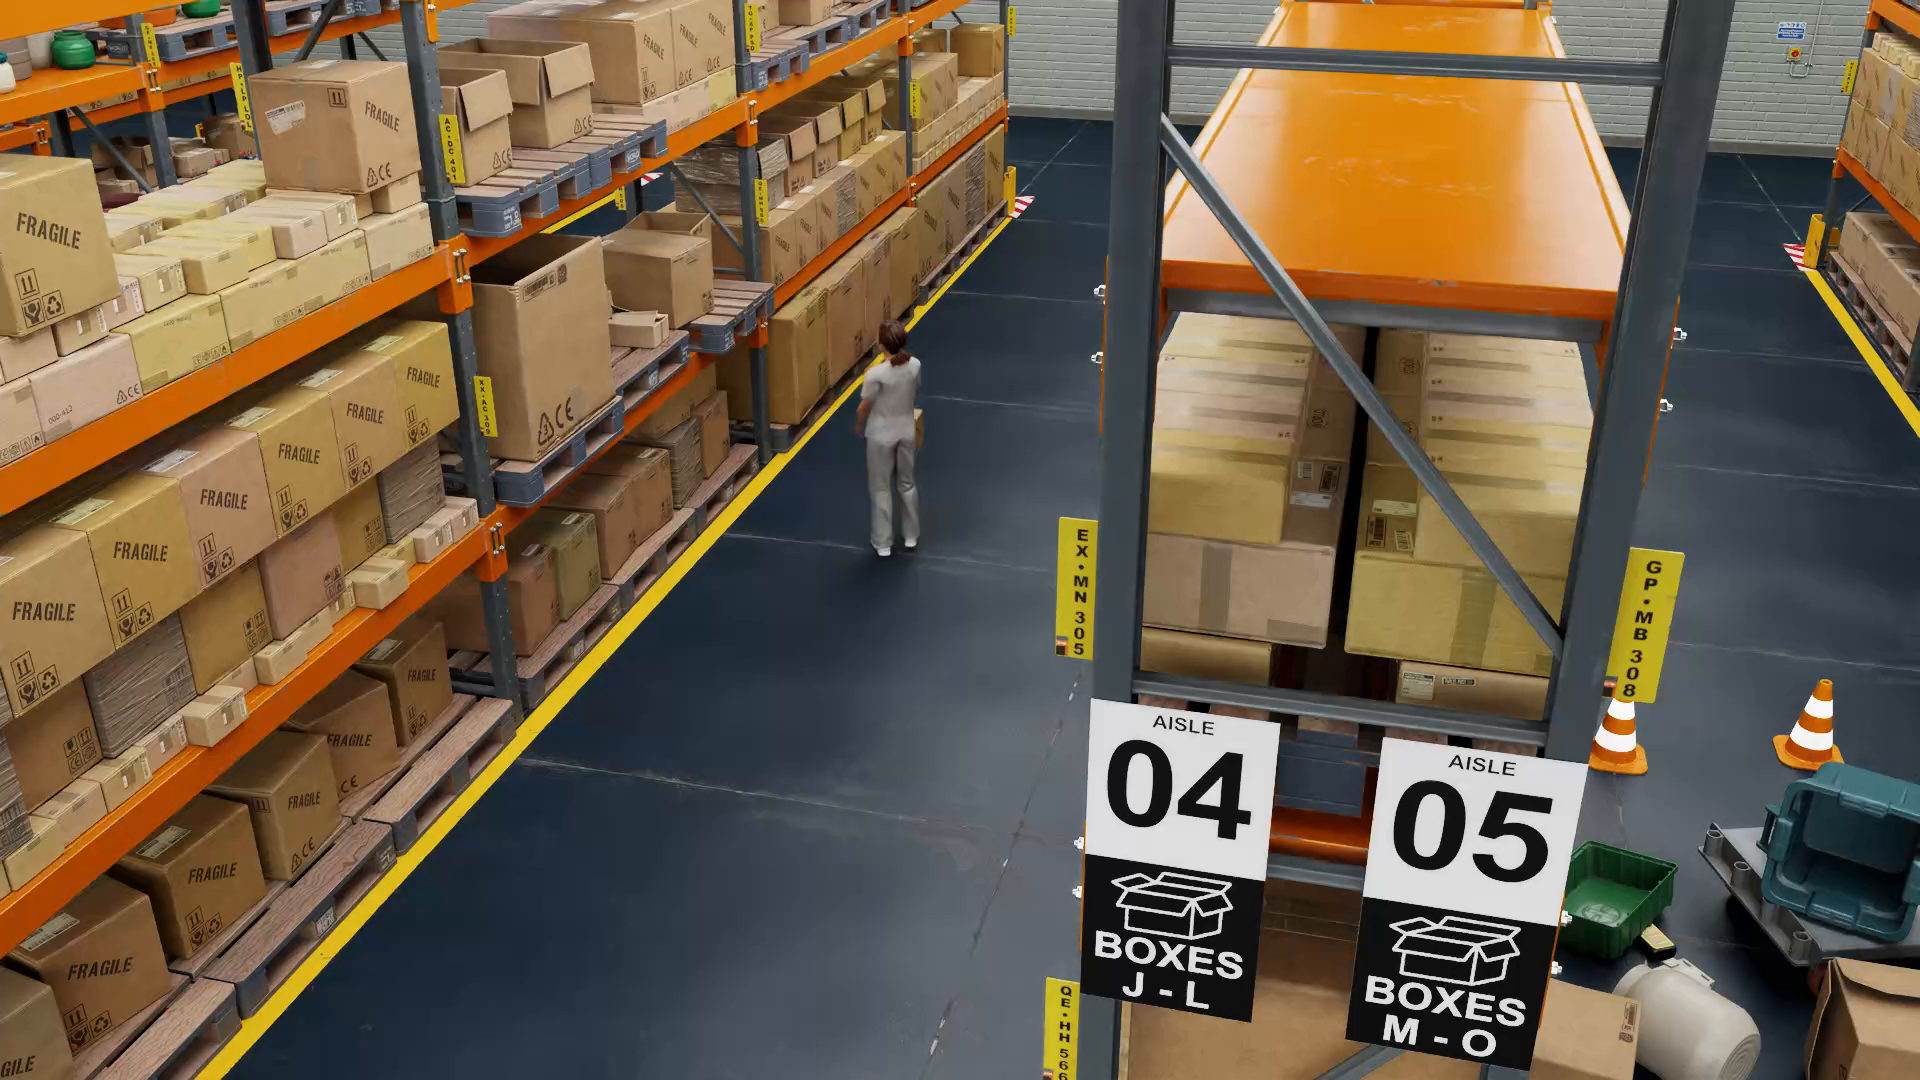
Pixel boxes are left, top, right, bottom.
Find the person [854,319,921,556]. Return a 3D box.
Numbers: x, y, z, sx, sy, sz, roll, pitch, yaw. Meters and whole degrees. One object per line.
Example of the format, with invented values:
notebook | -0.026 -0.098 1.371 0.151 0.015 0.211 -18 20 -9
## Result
person | -0.454 -0.699 11.146 0.529 1.682 0.479 -17 30 -31
